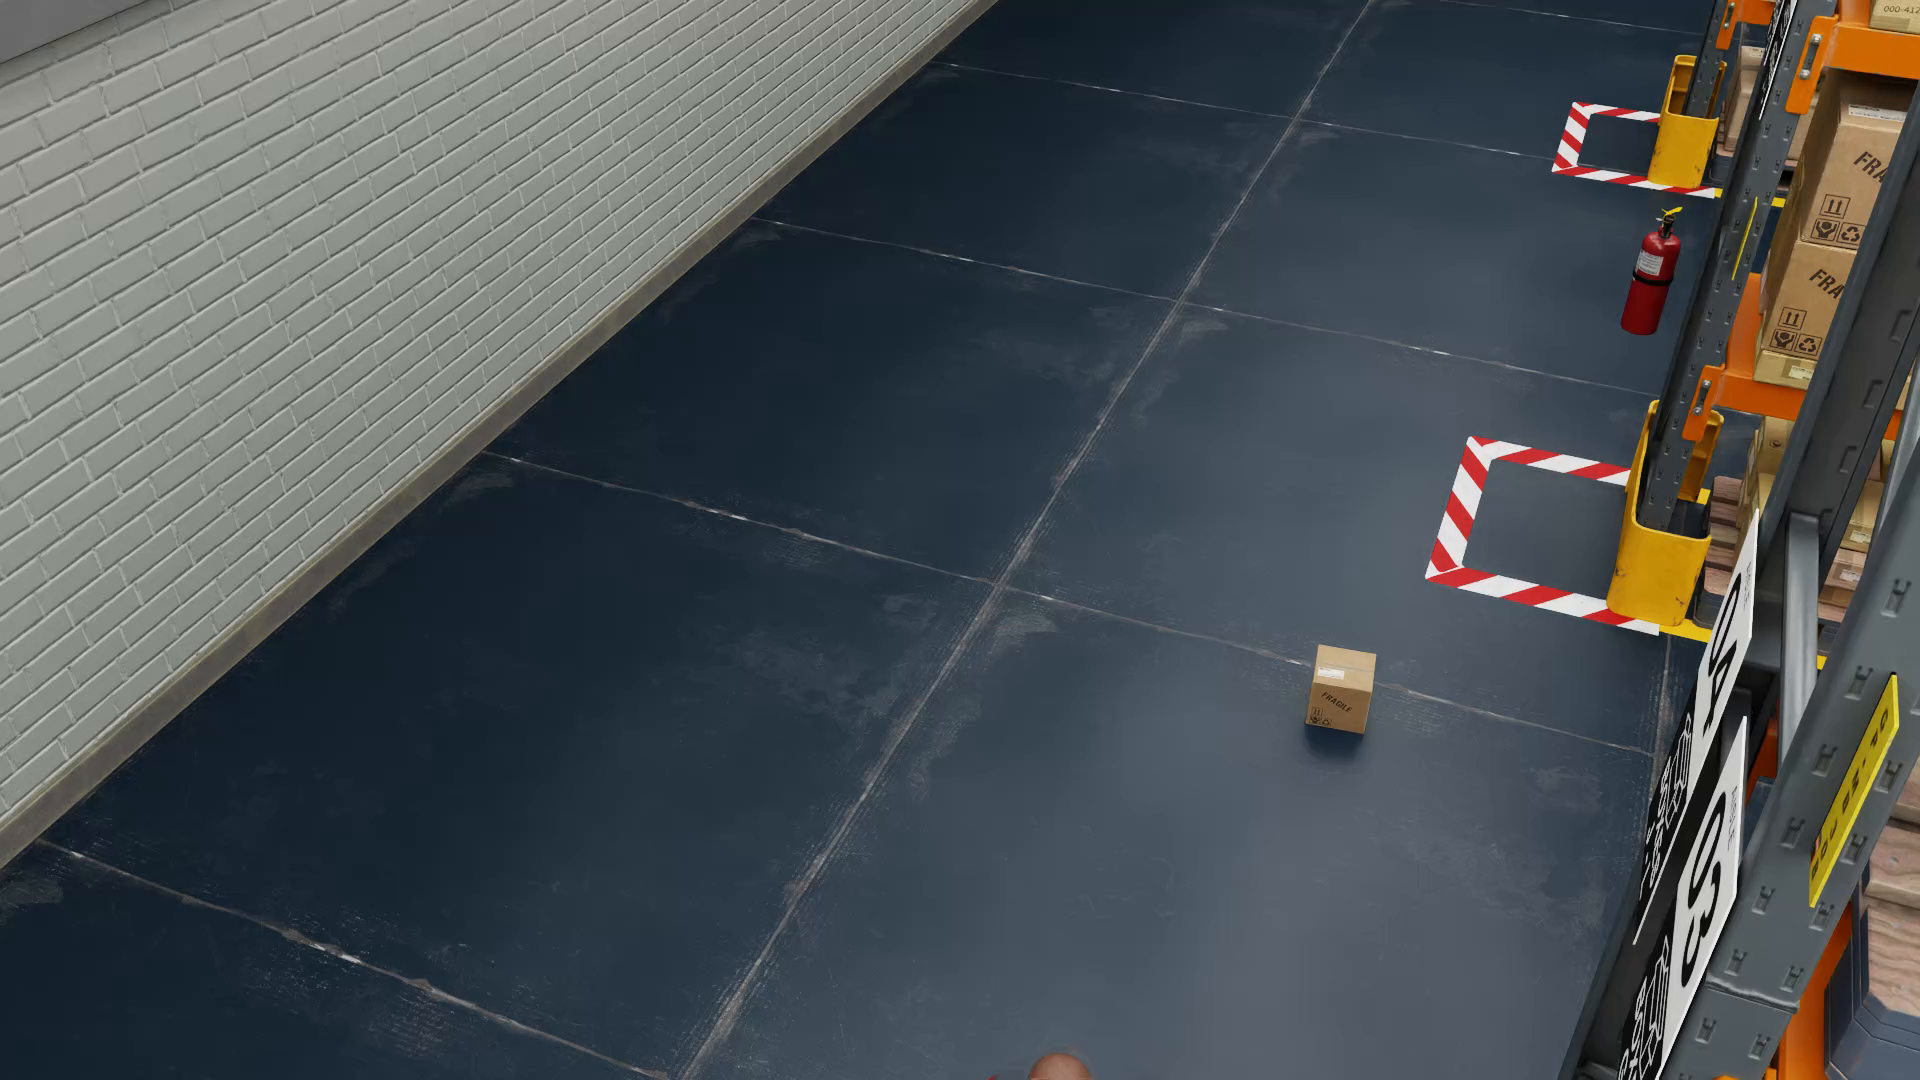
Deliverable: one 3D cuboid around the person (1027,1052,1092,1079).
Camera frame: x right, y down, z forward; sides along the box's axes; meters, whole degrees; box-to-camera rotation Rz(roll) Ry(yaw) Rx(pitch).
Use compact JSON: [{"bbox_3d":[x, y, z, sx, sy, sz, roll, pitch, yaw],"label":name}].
[{"bbox_3d":[0.238,1.917,4.315,0.531,1.682,0.998,9,38,12],"label":"person"}]
